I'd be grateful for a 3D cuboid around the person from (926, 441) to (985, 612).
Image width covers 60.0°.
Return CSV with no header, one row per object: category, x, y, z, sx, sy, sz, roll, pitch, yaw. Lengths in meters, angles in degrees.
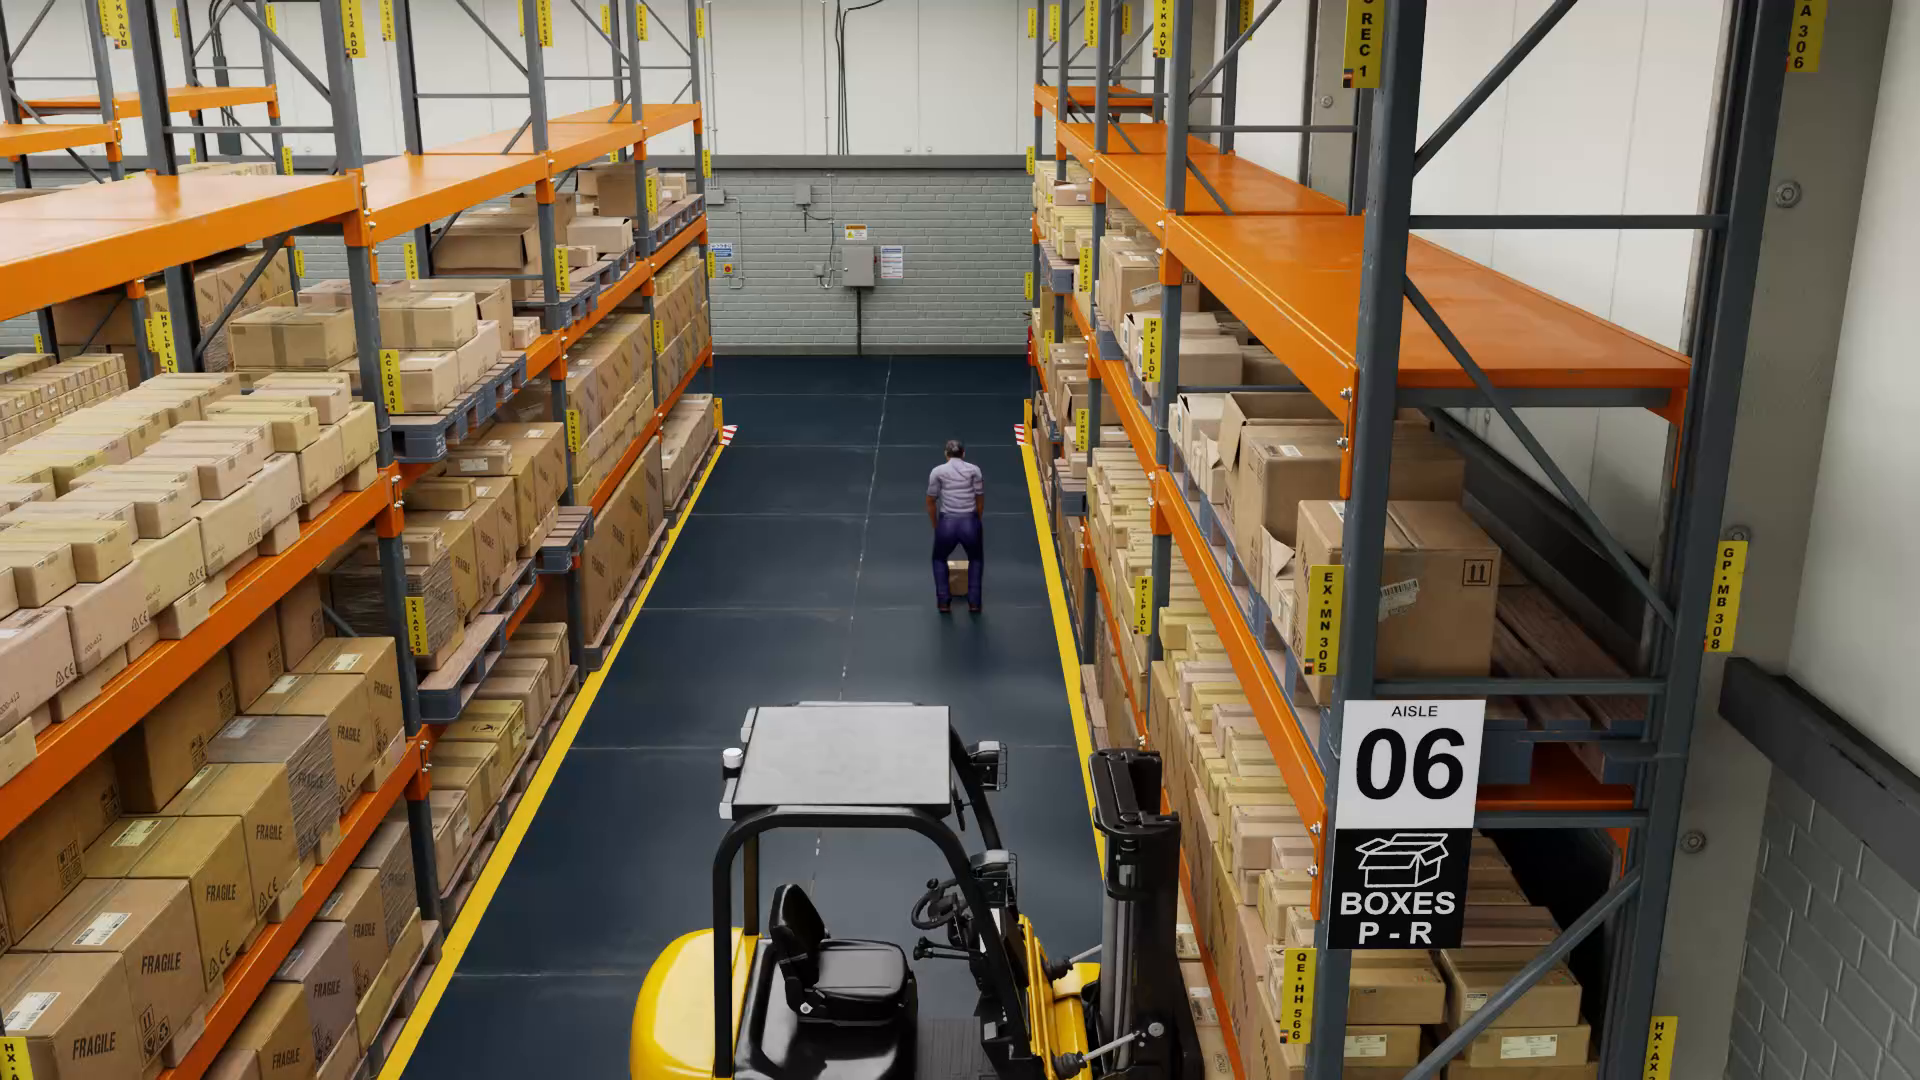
person,-0.042,-0.094,14.707,0.525,1.478,0.551,0,17,0
